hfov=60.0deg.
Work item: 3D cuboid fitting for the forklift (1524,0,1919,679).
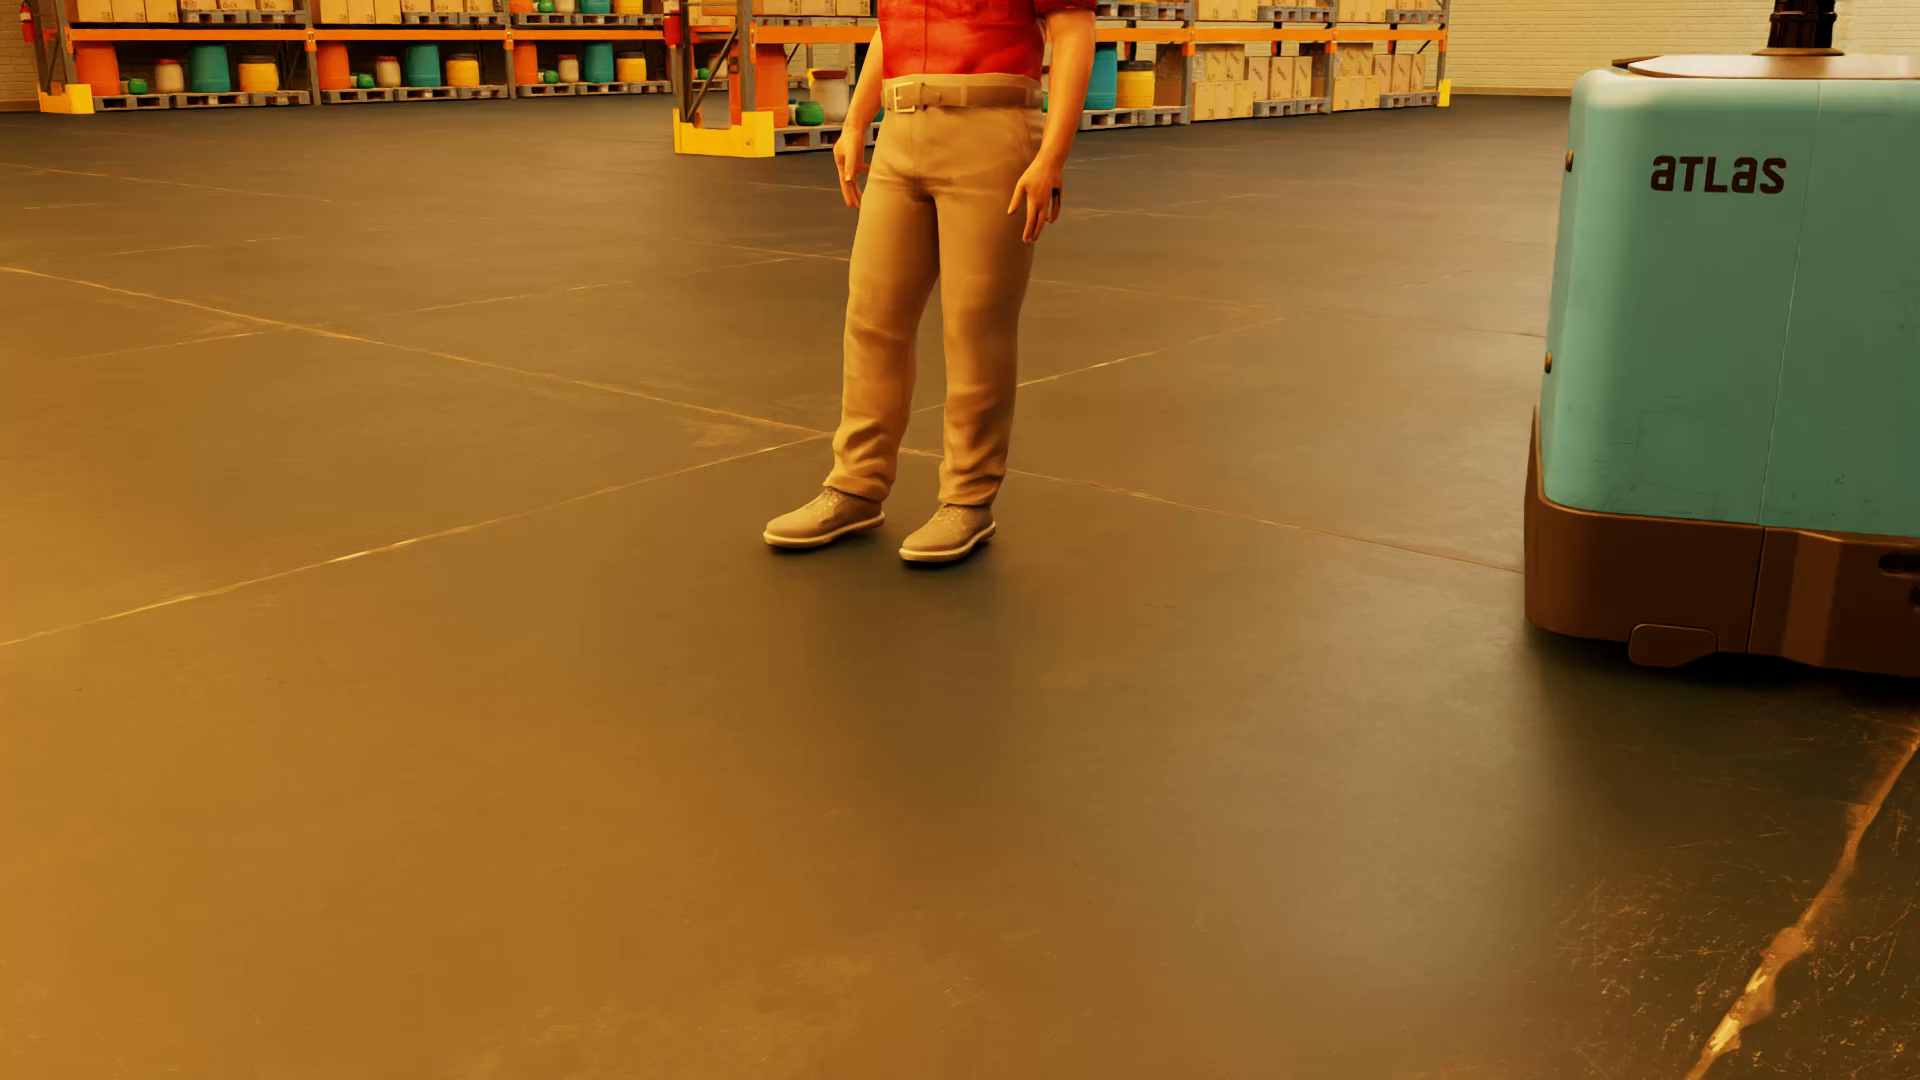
[{"bbox_3d":[2.665,-1.170,2.749,3.031,2.935,1.130,5,18,17],"label":"forklift"}]

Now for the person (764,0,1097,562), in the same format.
[{"bbox_3d":[-0.066,-0.817,3.629,0.641,1.727,0.550,13,21,37],"label":"person"}]
